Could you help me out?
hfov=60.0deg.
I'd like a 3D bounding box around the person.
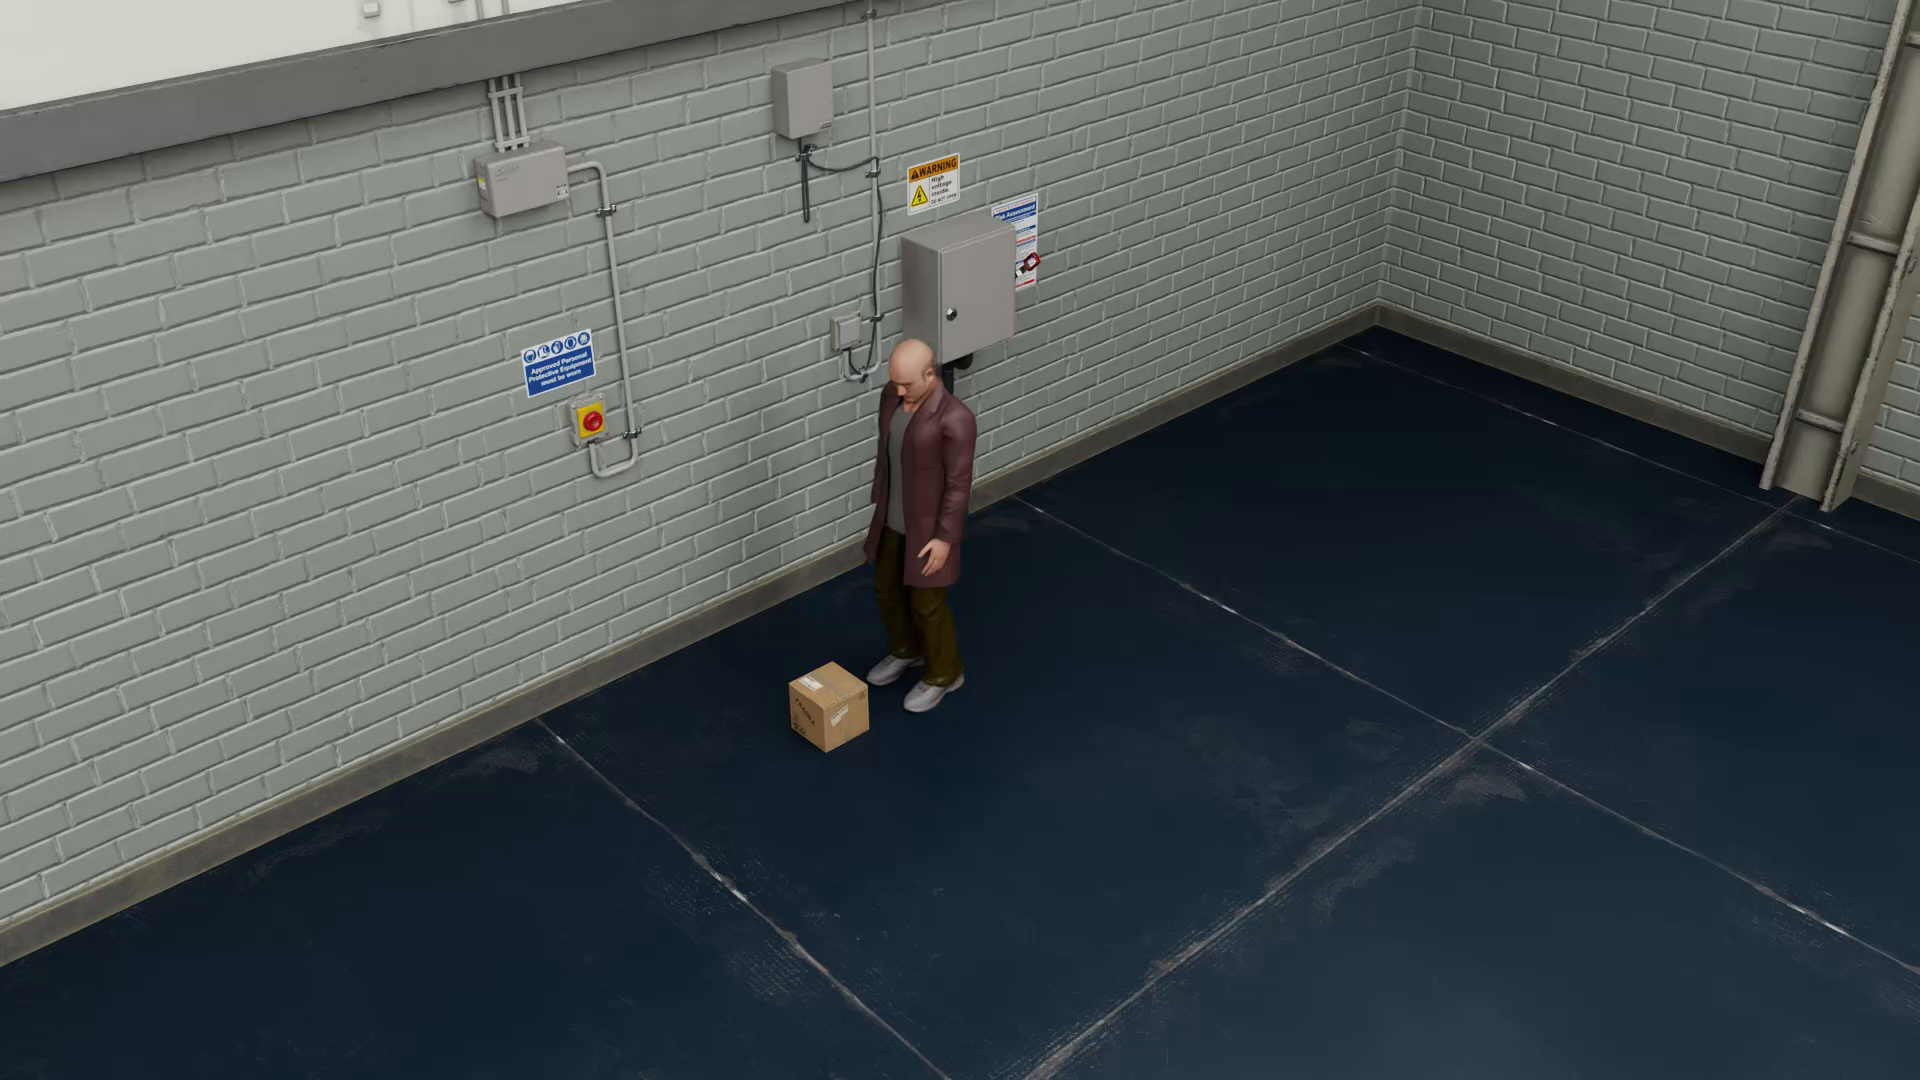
[{"bbox_3d":[-0.200,0.049,7.331,0.659,1.510,0.628,-25,40,-35],"label":"person"}]
